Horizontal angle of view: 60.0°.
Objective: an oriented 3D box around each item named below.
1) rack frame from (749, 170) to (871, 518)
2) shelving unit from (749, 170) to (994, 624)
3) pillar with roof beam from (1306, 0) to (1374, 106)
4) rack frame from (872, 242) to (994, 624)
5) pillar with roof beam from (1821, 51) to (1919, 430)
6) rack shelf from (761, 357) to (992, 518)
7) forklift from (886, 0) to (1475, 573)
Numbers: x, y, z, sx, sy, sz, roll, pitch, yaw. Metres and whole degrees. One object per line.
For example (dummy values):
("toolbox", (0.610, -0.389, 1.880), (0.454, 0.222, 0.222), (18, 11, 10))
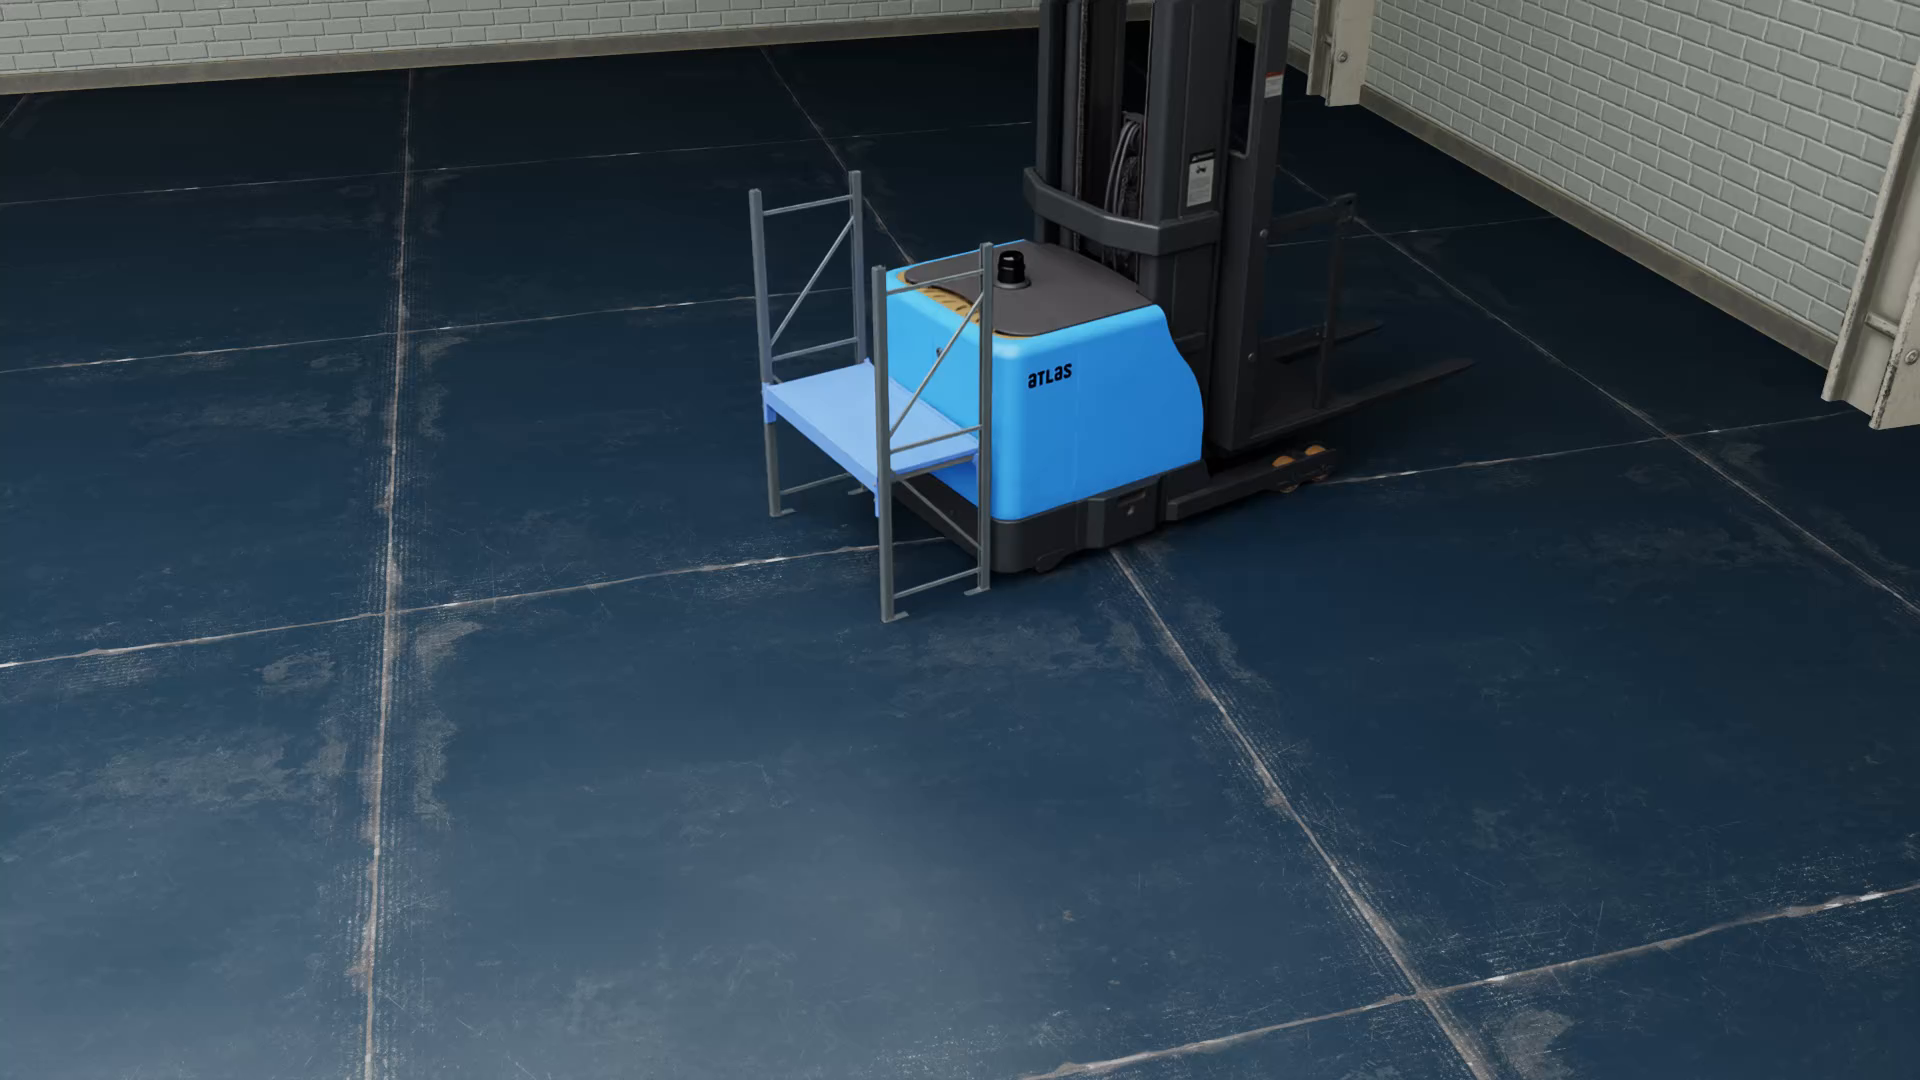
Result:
("rack frame", (-0.630, -0.817, 7.165), (0.500, 1.500, 0.032), (-17, 34, -27))
("shelving unit", (-0.363, -0.601, 6.791), (0.538, 1.500, 1.048), (-17, 34, -27))
("pillar with roof beam", (-1.138, -6.878, 10.150), (9.100, 9.000, 0.400), (-8, 31, -13))
("rack frame", (-0.096, -0.384, 6.416), (0.500, 1.500, 0.032), (-17, 34, -27))
("pillar with roof beam", (0.454, -3.980, 5.144), (9.100, 9.000, 0.400), (-8, 31, -13))
("rack shelf", (-0.363, -0.445, 6.881), (0.538, 0.185, 1.000), (-17, 34, -27))
("forklift", (1.141, -1.687, 7.240), (3.031, 2.935, 1.130), (-18, 35, -29))
